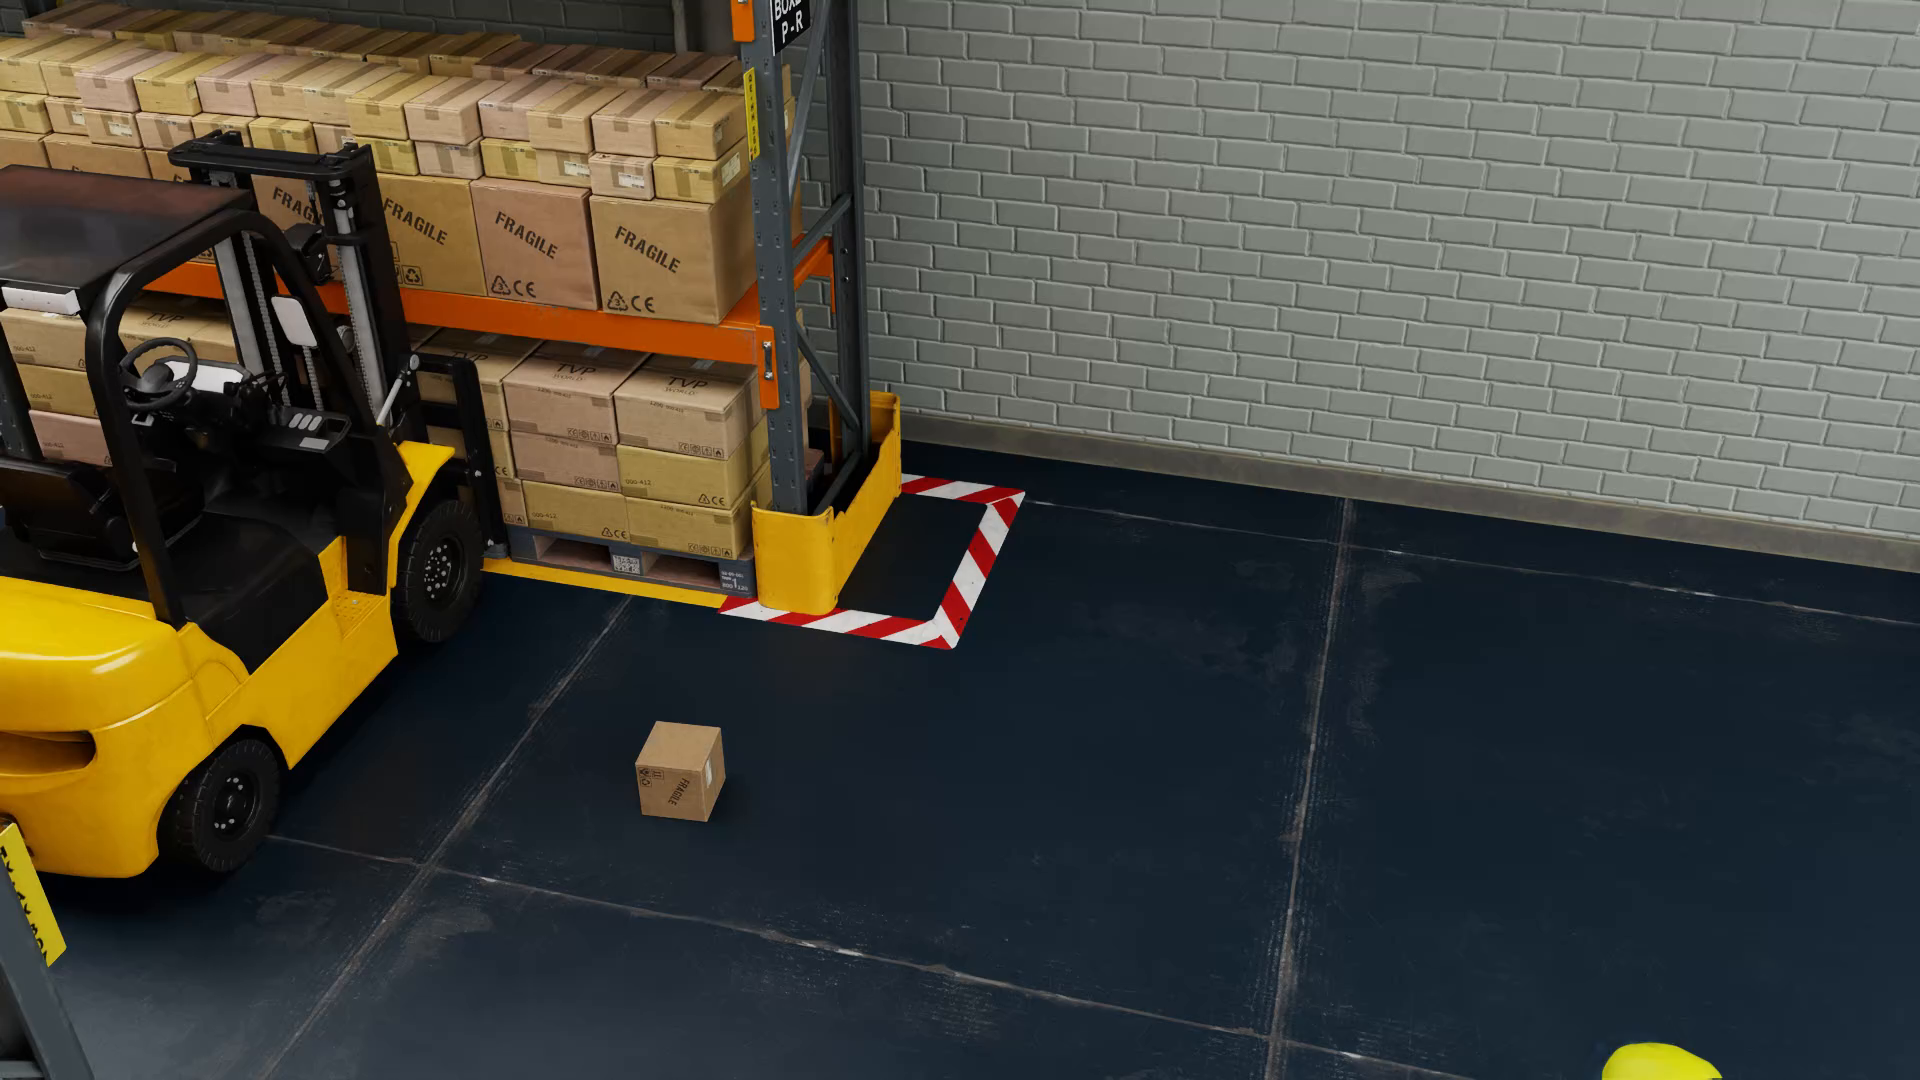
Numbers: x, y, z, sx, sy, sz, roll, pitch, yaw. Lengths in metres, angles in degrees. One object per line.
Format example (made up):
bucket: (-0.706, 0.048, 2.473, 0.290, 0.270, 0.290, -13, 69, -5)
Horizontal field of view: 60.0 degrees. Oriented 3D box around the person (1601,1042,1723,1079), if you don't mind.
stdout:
person: (1.359, 1.714, 3.439, 0.436, 1.721, 1.026, -20, 38, -29)
